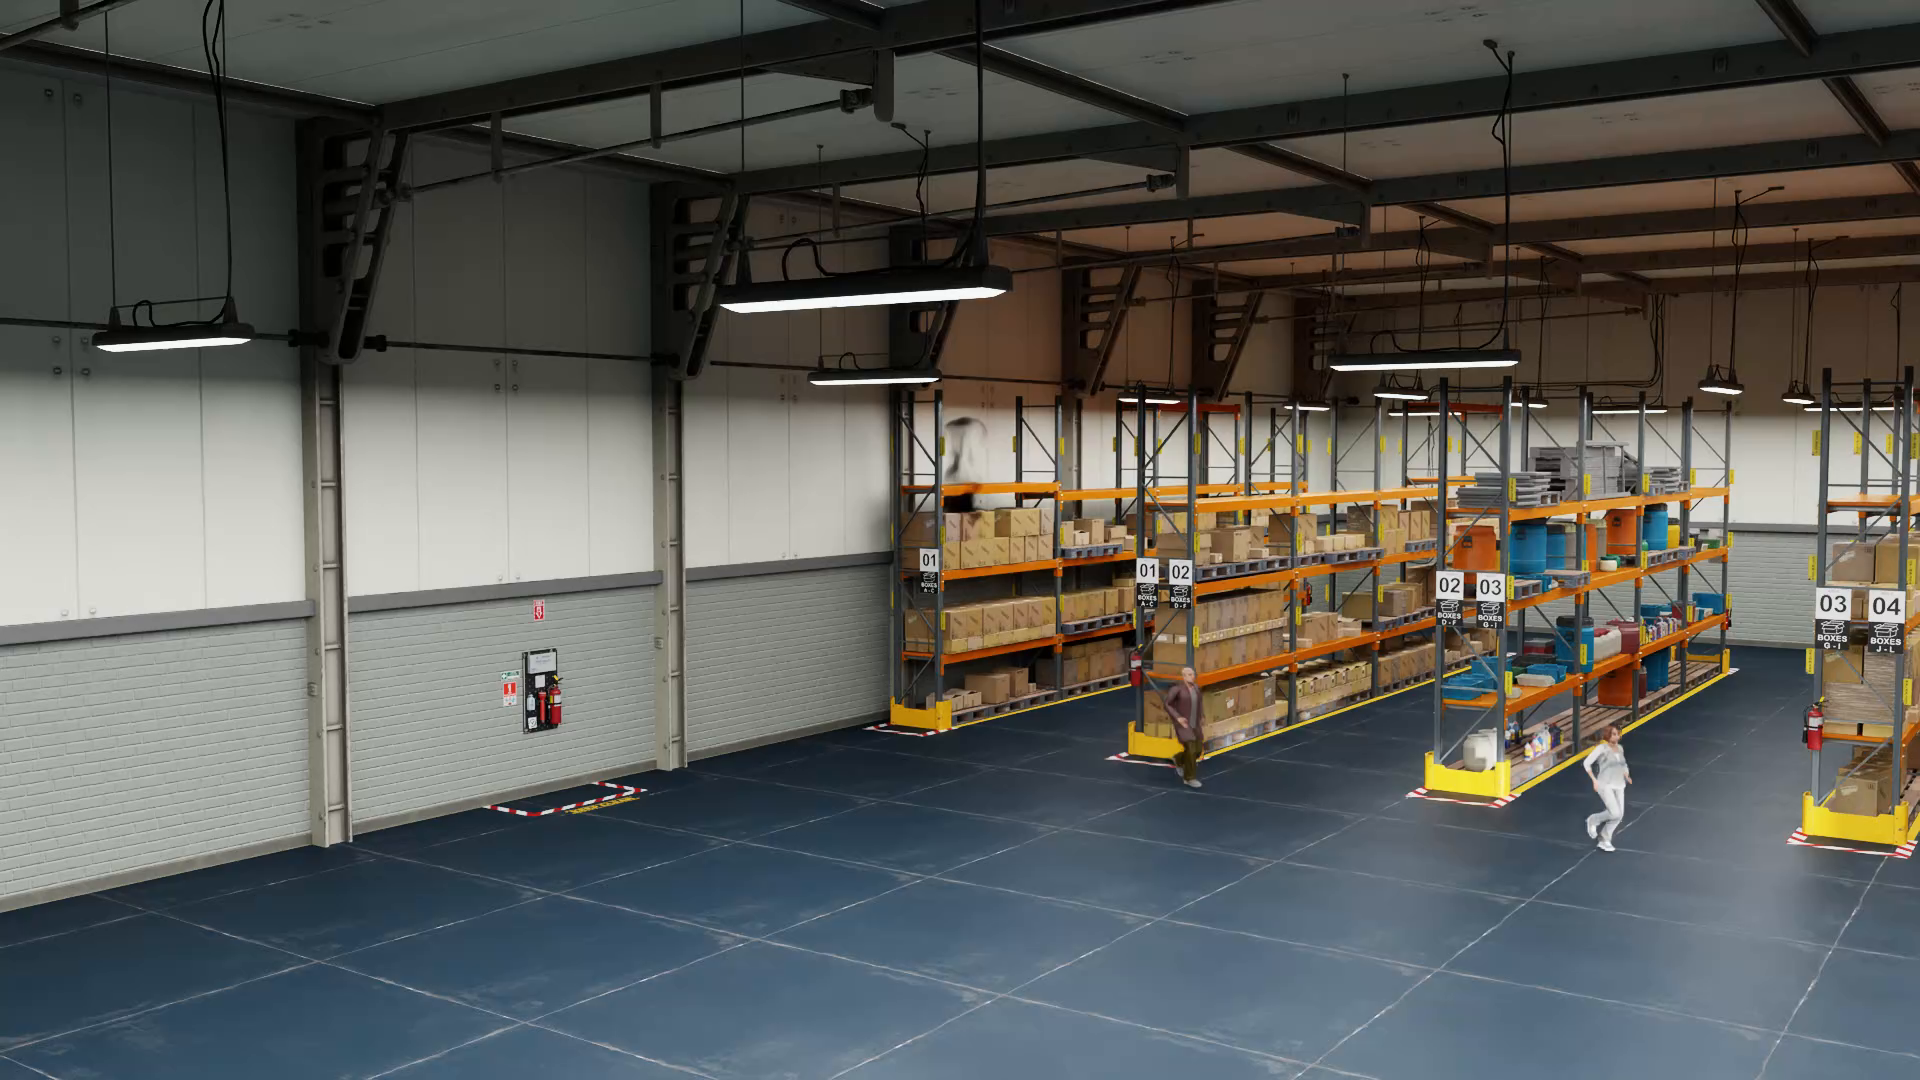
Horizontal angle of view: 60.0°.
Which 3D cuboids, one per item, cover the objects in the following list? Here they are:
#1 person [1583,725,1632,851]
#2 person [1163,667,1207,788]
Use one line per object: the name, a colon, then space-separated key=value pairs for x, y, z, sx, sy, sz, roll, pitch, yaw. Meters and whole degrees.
person: x=8.058 y=3.073 z=20.591 sx=0.544 sy=1.554 sz=0.547 roll=-1 pitch=3 yaw=-20
person: x=3.314 y=2.747 z=24.588 sx=0.727 sy=1.748 sz=0.726 roll=-2 pitch=4 yaw=-33
